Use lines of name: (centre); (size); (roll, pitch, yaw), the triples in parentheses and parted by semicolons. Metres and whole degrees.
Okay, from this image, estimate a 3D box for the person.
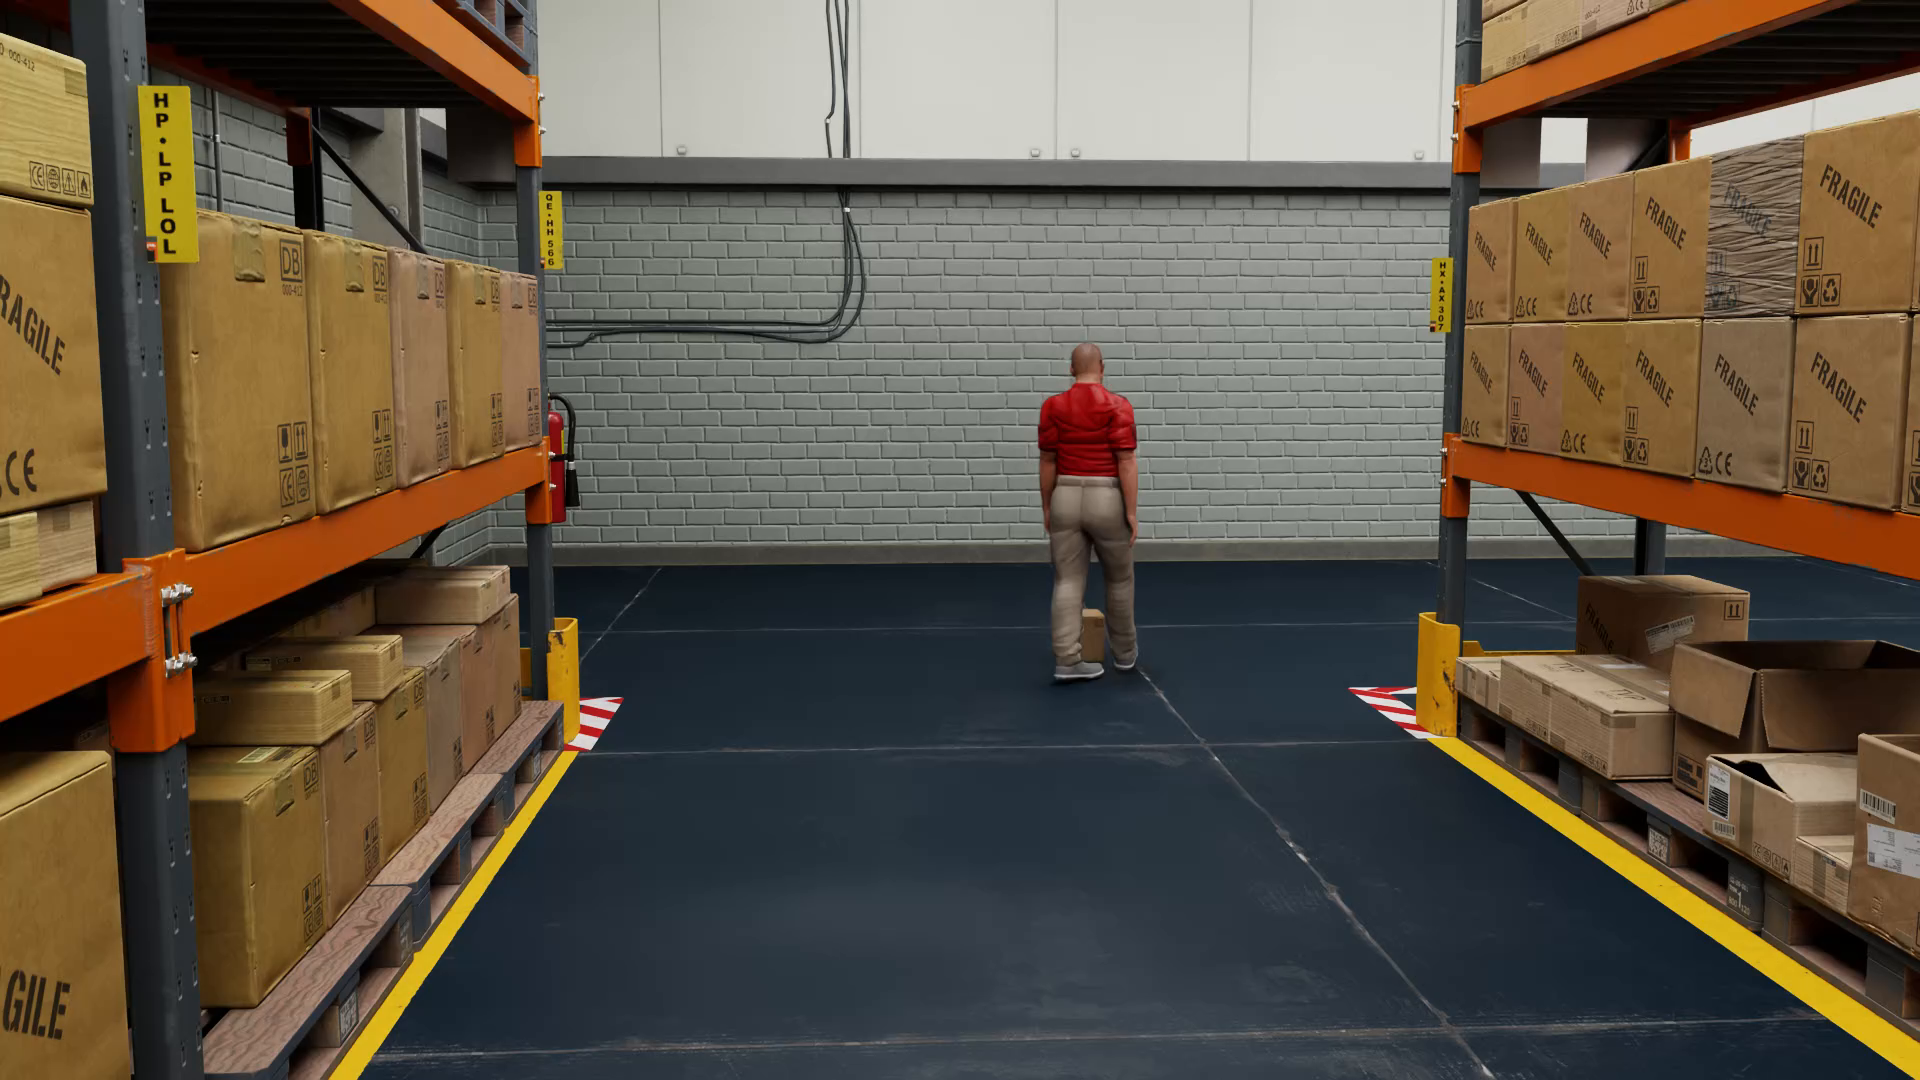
person: (0.708, -0.160, 8.618); (0.540, 1.715, 0.703); (3, 7, 21)
